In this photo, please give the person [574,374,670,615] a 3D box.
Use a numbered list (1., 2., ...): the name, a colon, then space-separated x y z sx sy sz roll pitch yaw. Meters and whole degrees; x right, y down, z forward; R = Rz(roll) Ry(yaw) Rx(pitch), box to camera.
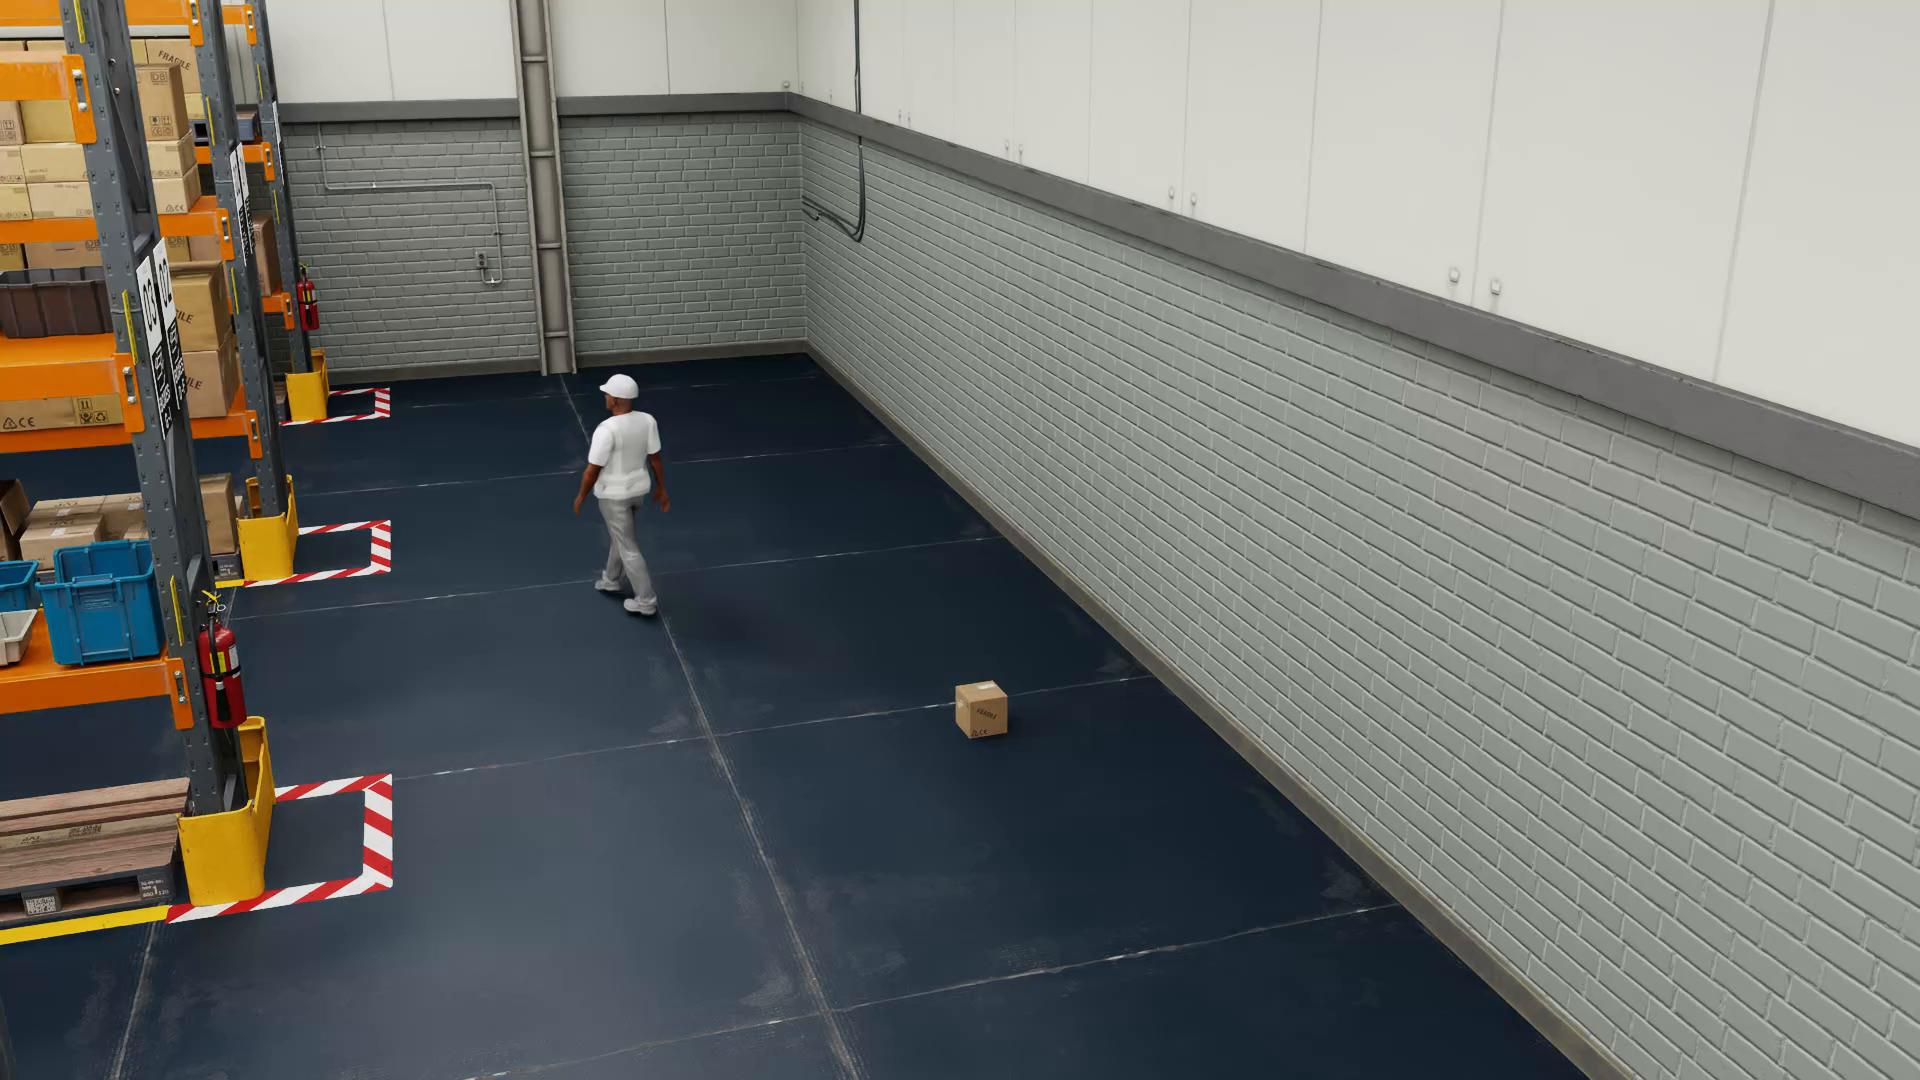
1. person: -2.514 -0.355 12.035 0.861 1.752 0.615 13 23 33
